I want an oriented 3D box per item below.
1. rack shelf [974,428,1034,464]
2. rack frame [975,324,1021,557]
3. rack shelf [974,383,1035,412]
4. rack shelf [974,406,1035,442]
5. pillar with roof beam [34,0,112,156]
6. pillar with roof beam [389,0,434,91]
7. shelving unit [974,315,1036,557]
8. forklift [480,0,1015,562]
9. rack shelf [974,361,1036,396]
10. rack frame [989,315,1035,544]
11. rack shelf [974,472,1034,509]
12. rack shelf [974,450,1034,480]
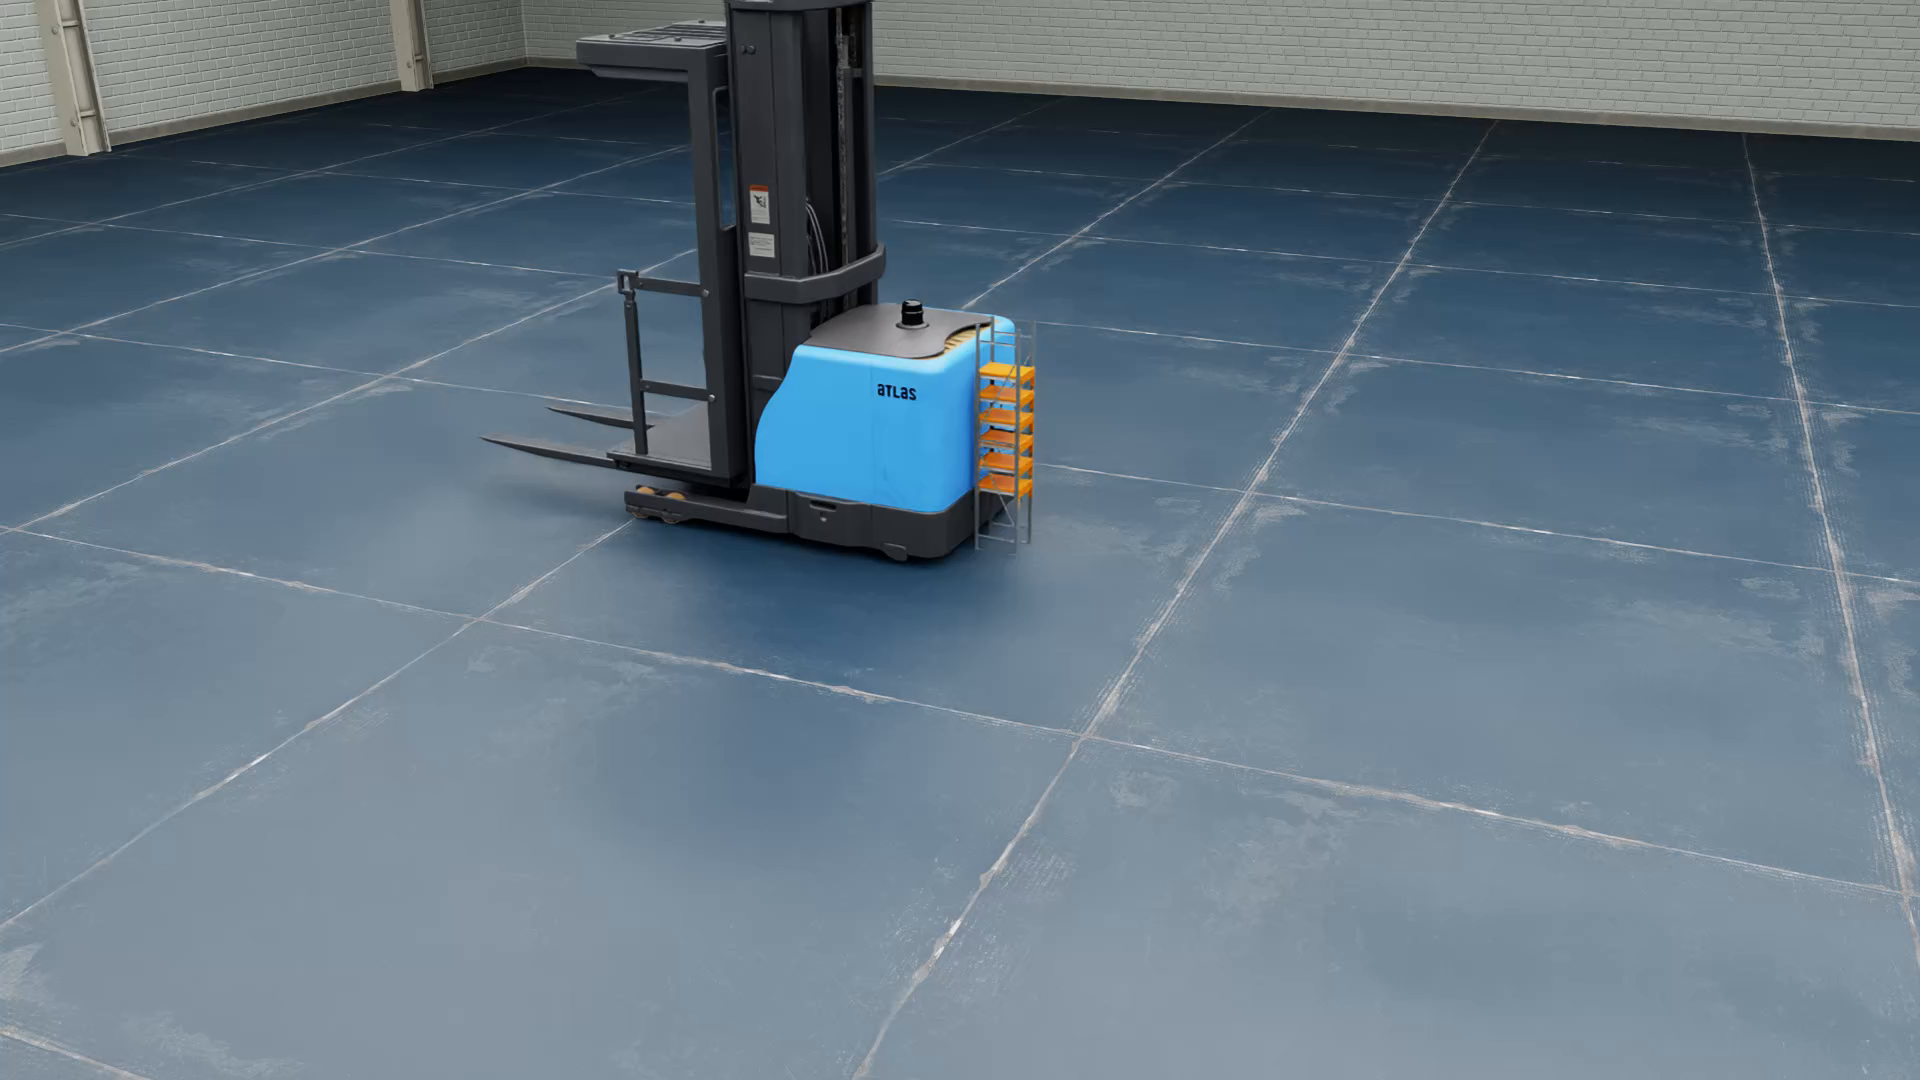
[{"bbox_3d":[0.225,-0.478,8.453,0.258,0.103,0.180,10,25,23],"label":"rack shelf"},{"bbox_3d":[0.186,-0.487,8.359,0.240,1.200,0.006,10,25,23],"label":"rack frame"},{"bbox_3d":[0.225,-0.699,8.360,0.258,0.103,0.180,10,25,23],"label":"rack shelf"},{"bbox_3d":[0.225,-0.589,8.406,0.258,0.103,0.180,10,25,23],"label":"rack shelf"},{"bbox_3d":[-6.369,-8.146,16.576,9.100,9.000,0.400,9,24,20],"label":"pillar with roof beam"},{"bbox_3d":[-4.141,-10.293,21.716,9.100,9.000,0.400,9,24,20],"label":"pillar with roof beam"},{"bbox_3d":[0.225,-0.519,8.436,0.258,1.200,0.189,10,25,23],"label":"shelving unit"},{"bbox_3d":[-1.256,-1.611,8.803,3.031,2.935,1.130,10,25,23],"label":"forklift"},{"bbox_3d":[0.225,-0.810,8.314,0.258,0.103,0.180,10,25,23],"label":"rack shelf"},{"bbox_3d":[0.263,-0.551,8.512,0.240,1.200,0.006,10,25,23],"label":"rack frame"},{"bbox_3d":[0.225,-0.257,8.545,0.258,0.103,0.180,10,25,23],"label":"rack shelf"},{"bbox_3d":[0.225,-0.367,8.499,0.258,0.103,0.180,10,25,23],"label":"rack shelf"}]
